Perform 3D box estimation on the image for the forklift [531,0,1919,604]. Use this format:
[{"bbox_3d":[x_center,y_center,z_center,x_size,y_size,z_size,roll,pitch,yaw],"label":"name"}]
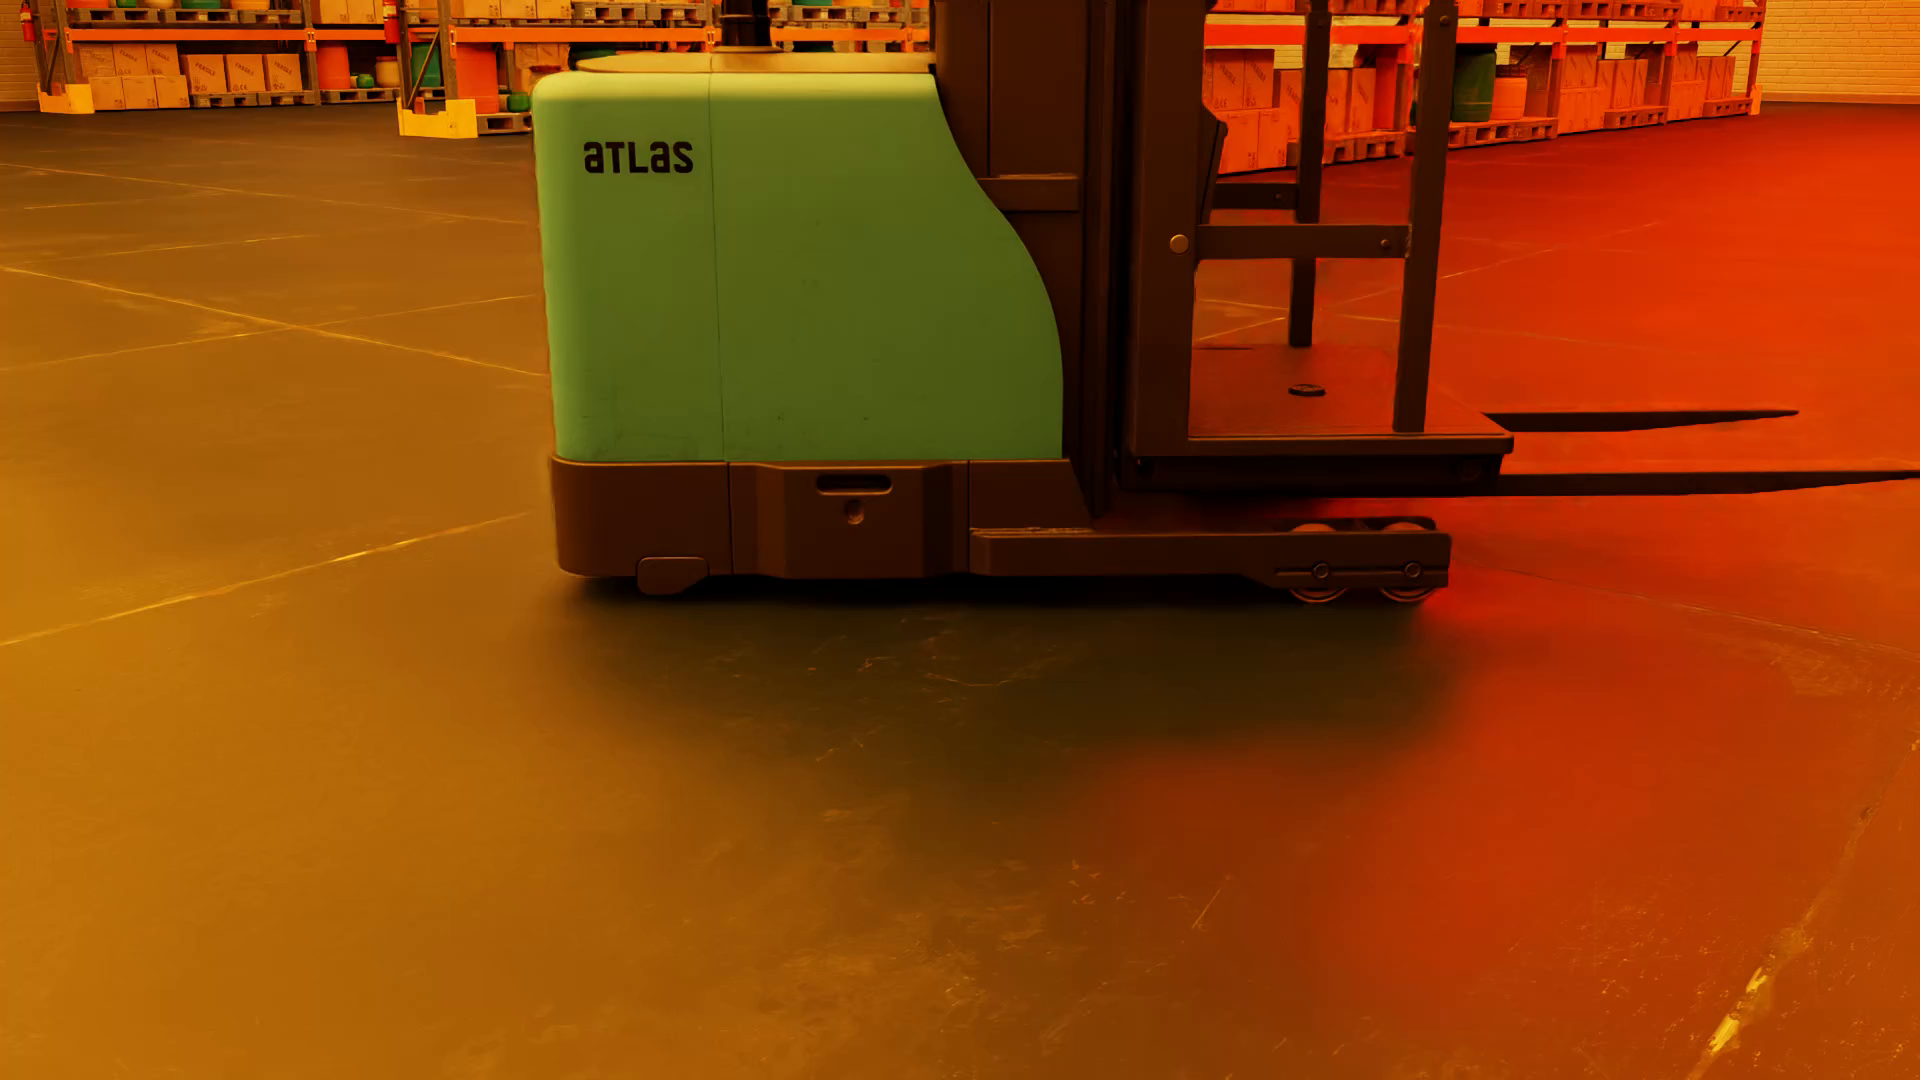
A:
[{"bbox_3d":[0.646,-1.423,3.584,3.031,2.935,1.130,-1,17,-2],"label":"forklift"}]
